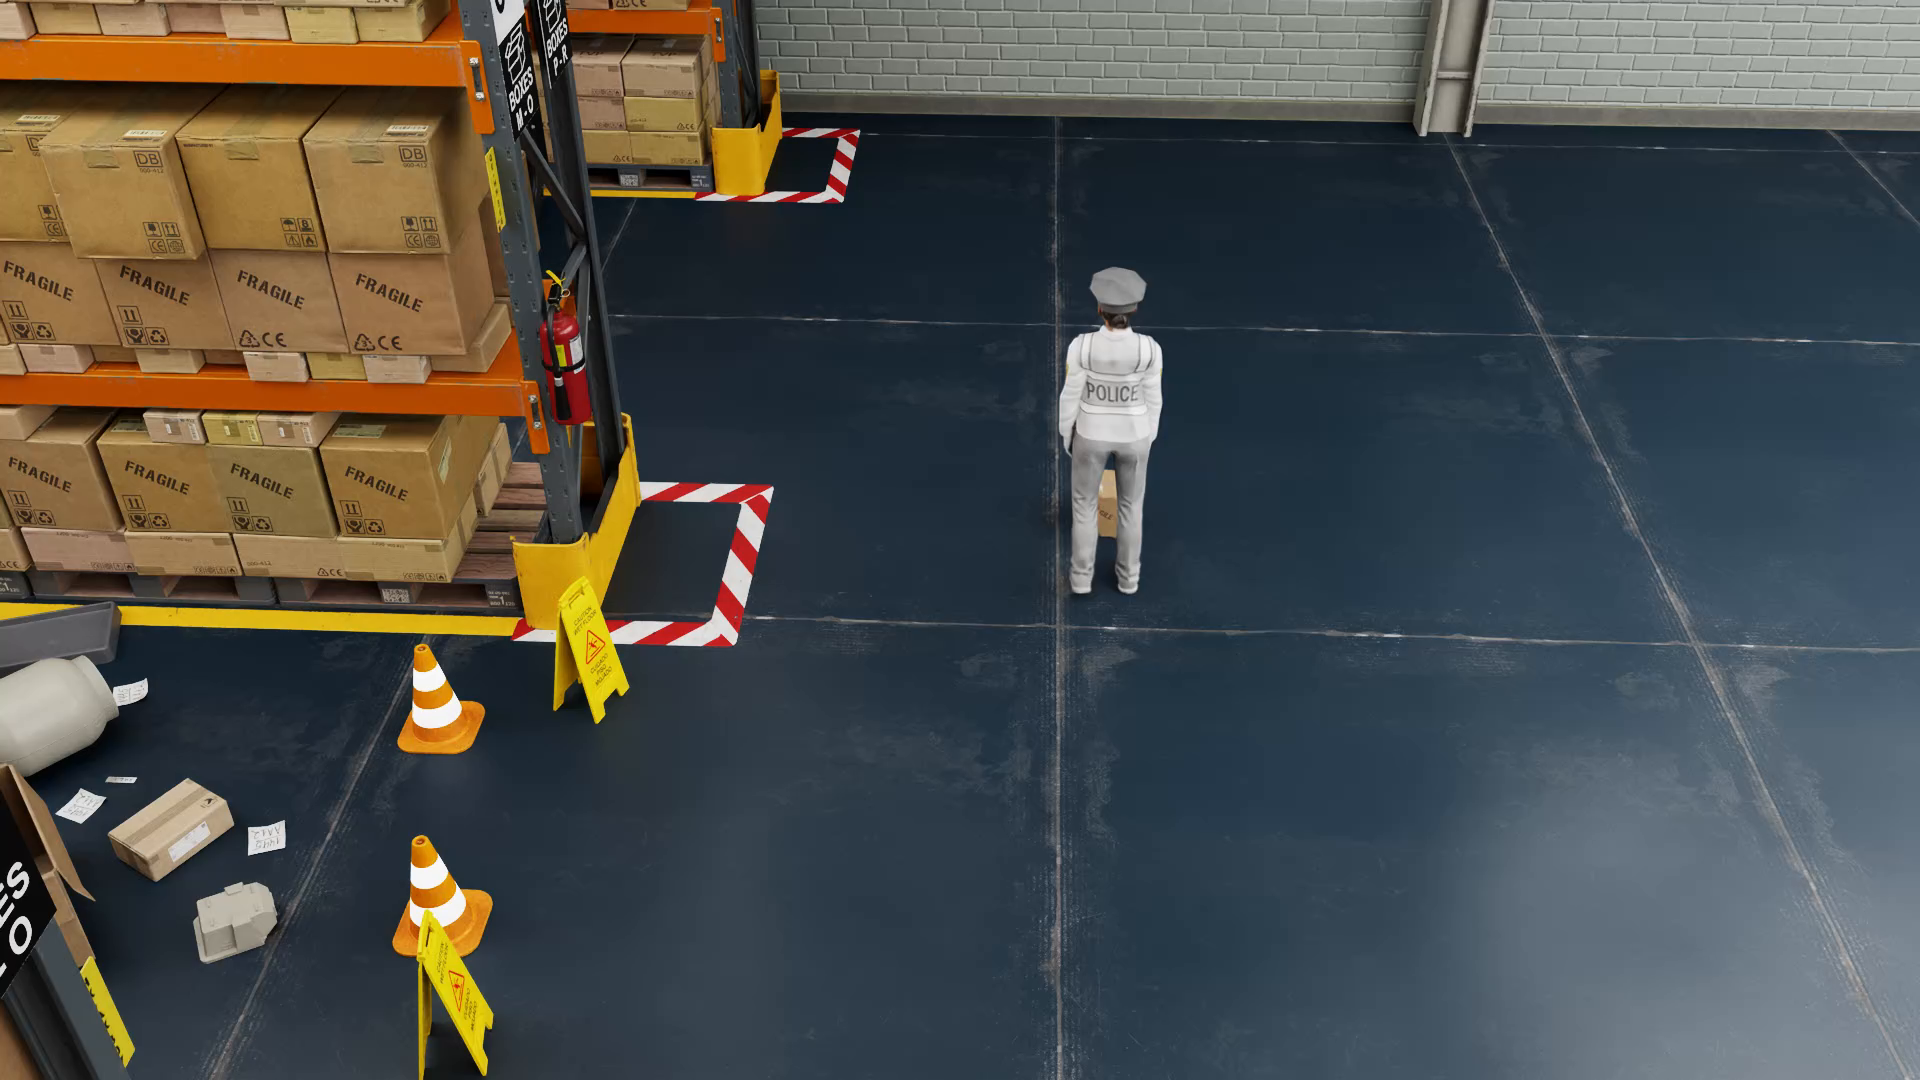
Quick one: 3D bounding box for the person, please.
[{"bbox_3d":[0.694,-0.481,7.792,0.468,1.687,0.329,2,36,3],"label":"person"}]
